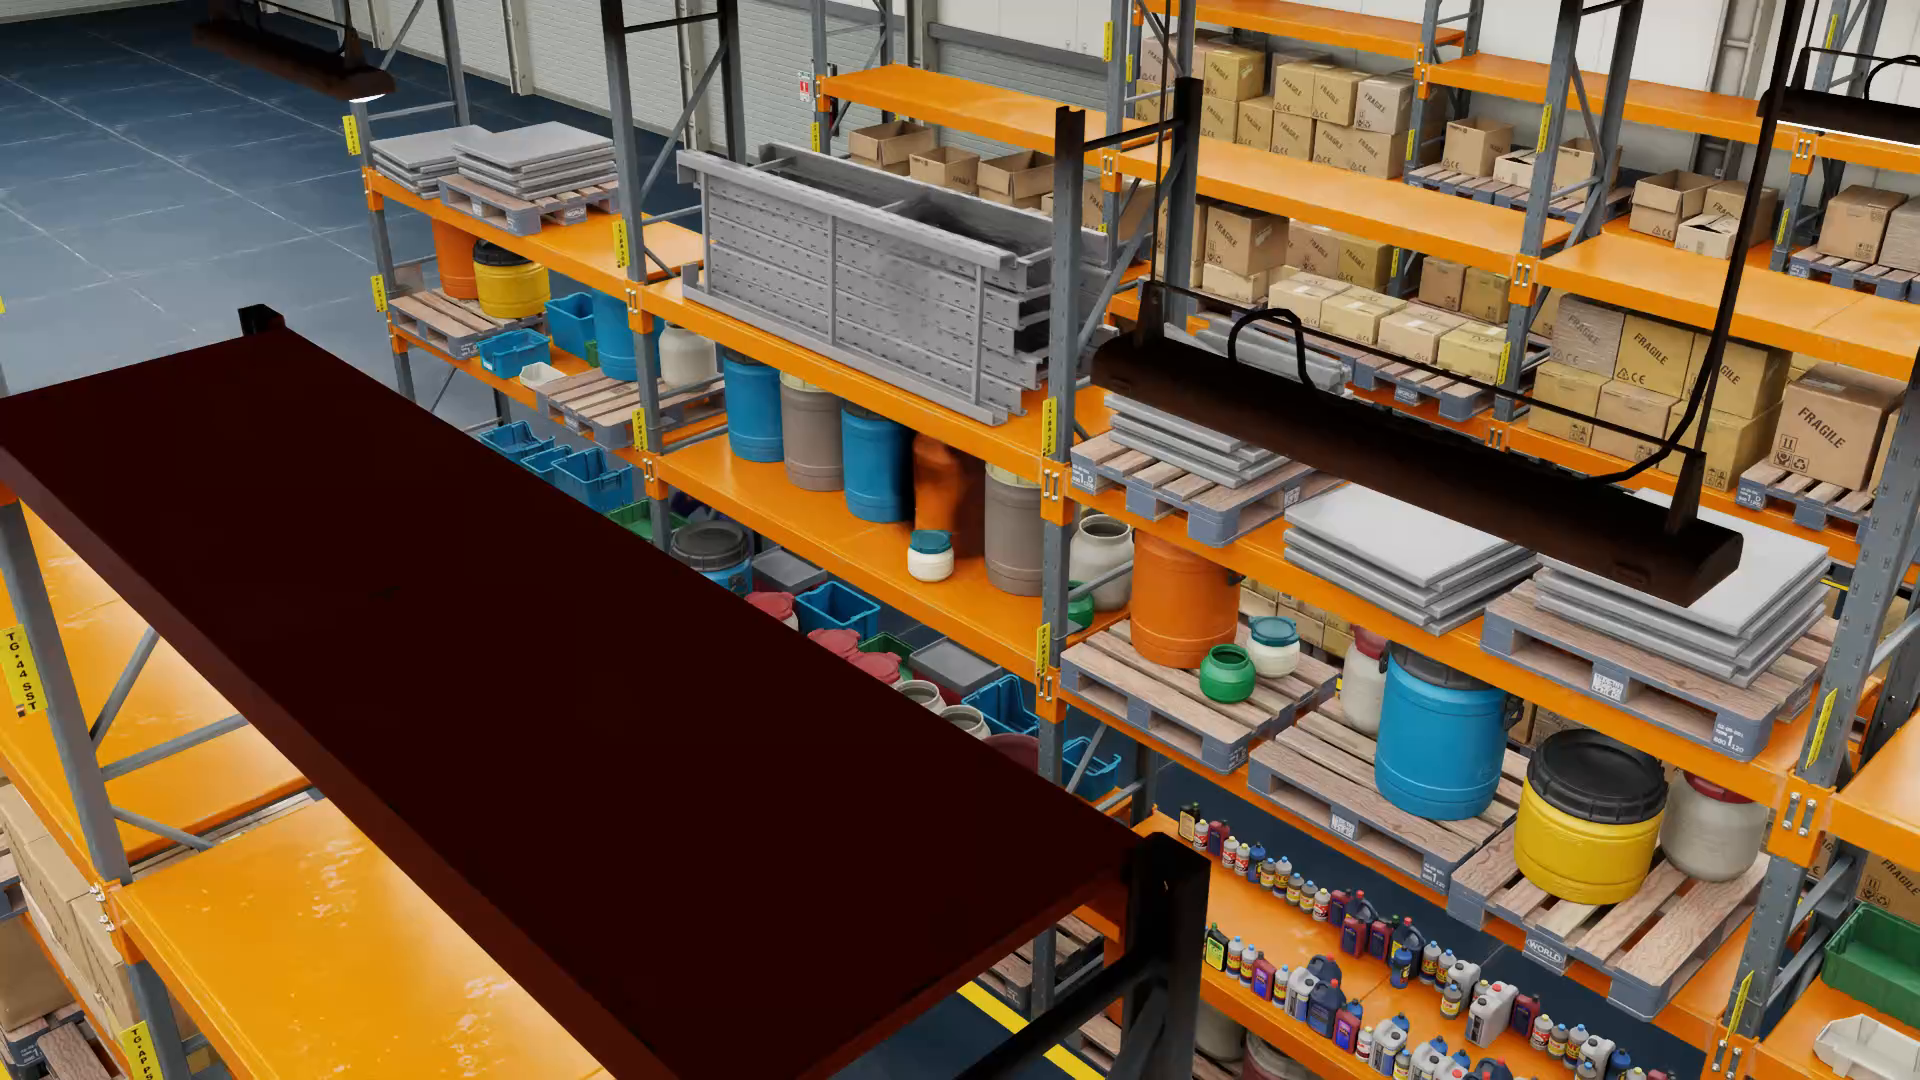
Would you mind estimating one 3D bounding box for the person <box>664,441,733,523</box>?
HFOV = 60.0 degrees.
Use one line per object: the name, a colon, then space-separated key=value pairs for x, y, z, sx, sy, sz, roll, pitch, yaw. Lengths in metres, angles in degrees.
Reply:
person: x=-2.531 y=-0.464 z=16.062 sx=0.948 sy=1.613 sz=0.609 roll=10 pitch=30 yaw=18
